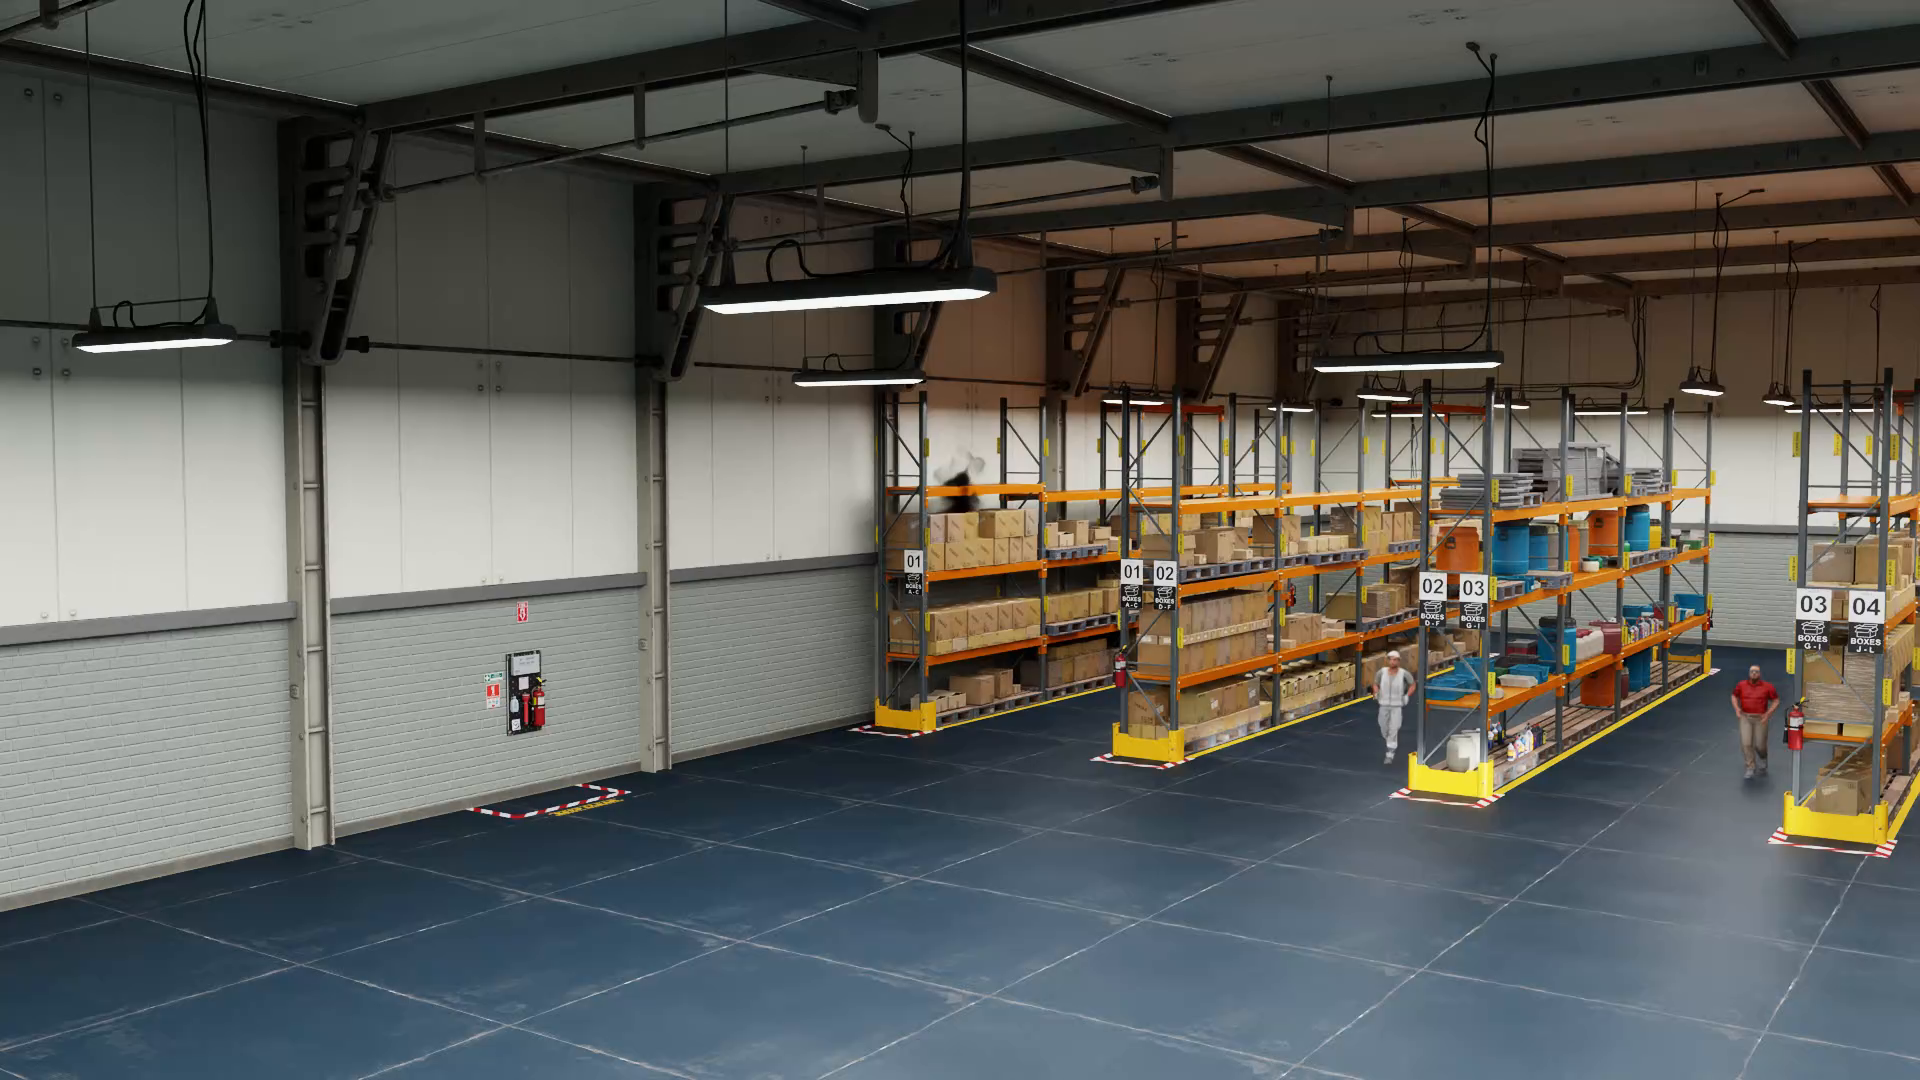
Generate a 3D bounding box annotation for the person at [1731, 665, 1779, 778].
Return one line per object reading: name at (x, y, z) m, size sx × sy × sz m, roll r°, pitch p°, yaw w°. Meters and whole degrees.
person at (12.118, 2.753, 25.384) m, size 0.676 × 1.702 × 0.628 m, roll 2°, pitch 4°, yaw 35°

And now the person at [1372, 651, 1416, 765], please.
person at (6.880, 2.638, 26.411) m, size 0.672 × 1.769 × 0.857 m, roll 1°, pitch 3°, yaw 24°
